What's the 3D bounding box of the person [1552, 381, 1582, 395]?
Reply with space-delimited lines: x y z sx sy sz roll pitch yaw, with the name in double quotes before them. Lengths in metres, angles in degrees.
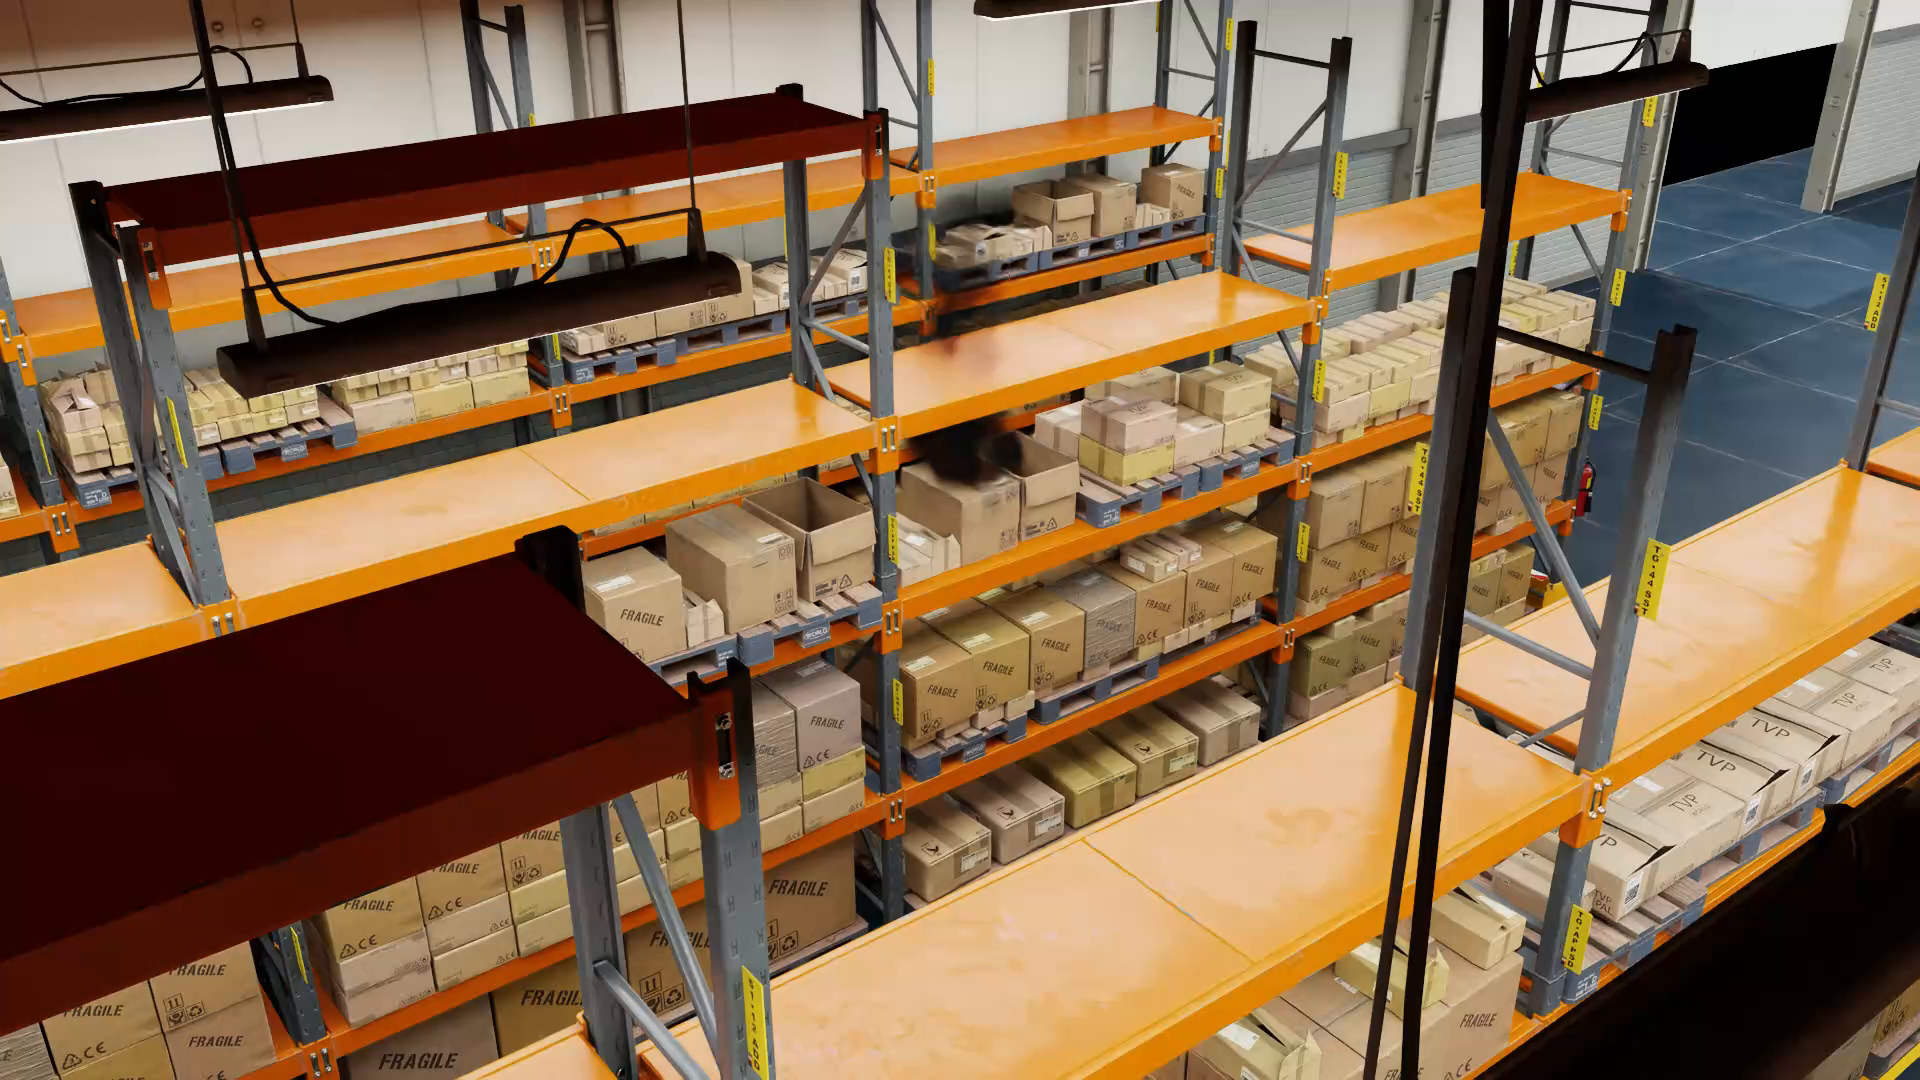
"person" 6.903 -1.471 19.383 0.599 1.587 0.703 20 32 35
